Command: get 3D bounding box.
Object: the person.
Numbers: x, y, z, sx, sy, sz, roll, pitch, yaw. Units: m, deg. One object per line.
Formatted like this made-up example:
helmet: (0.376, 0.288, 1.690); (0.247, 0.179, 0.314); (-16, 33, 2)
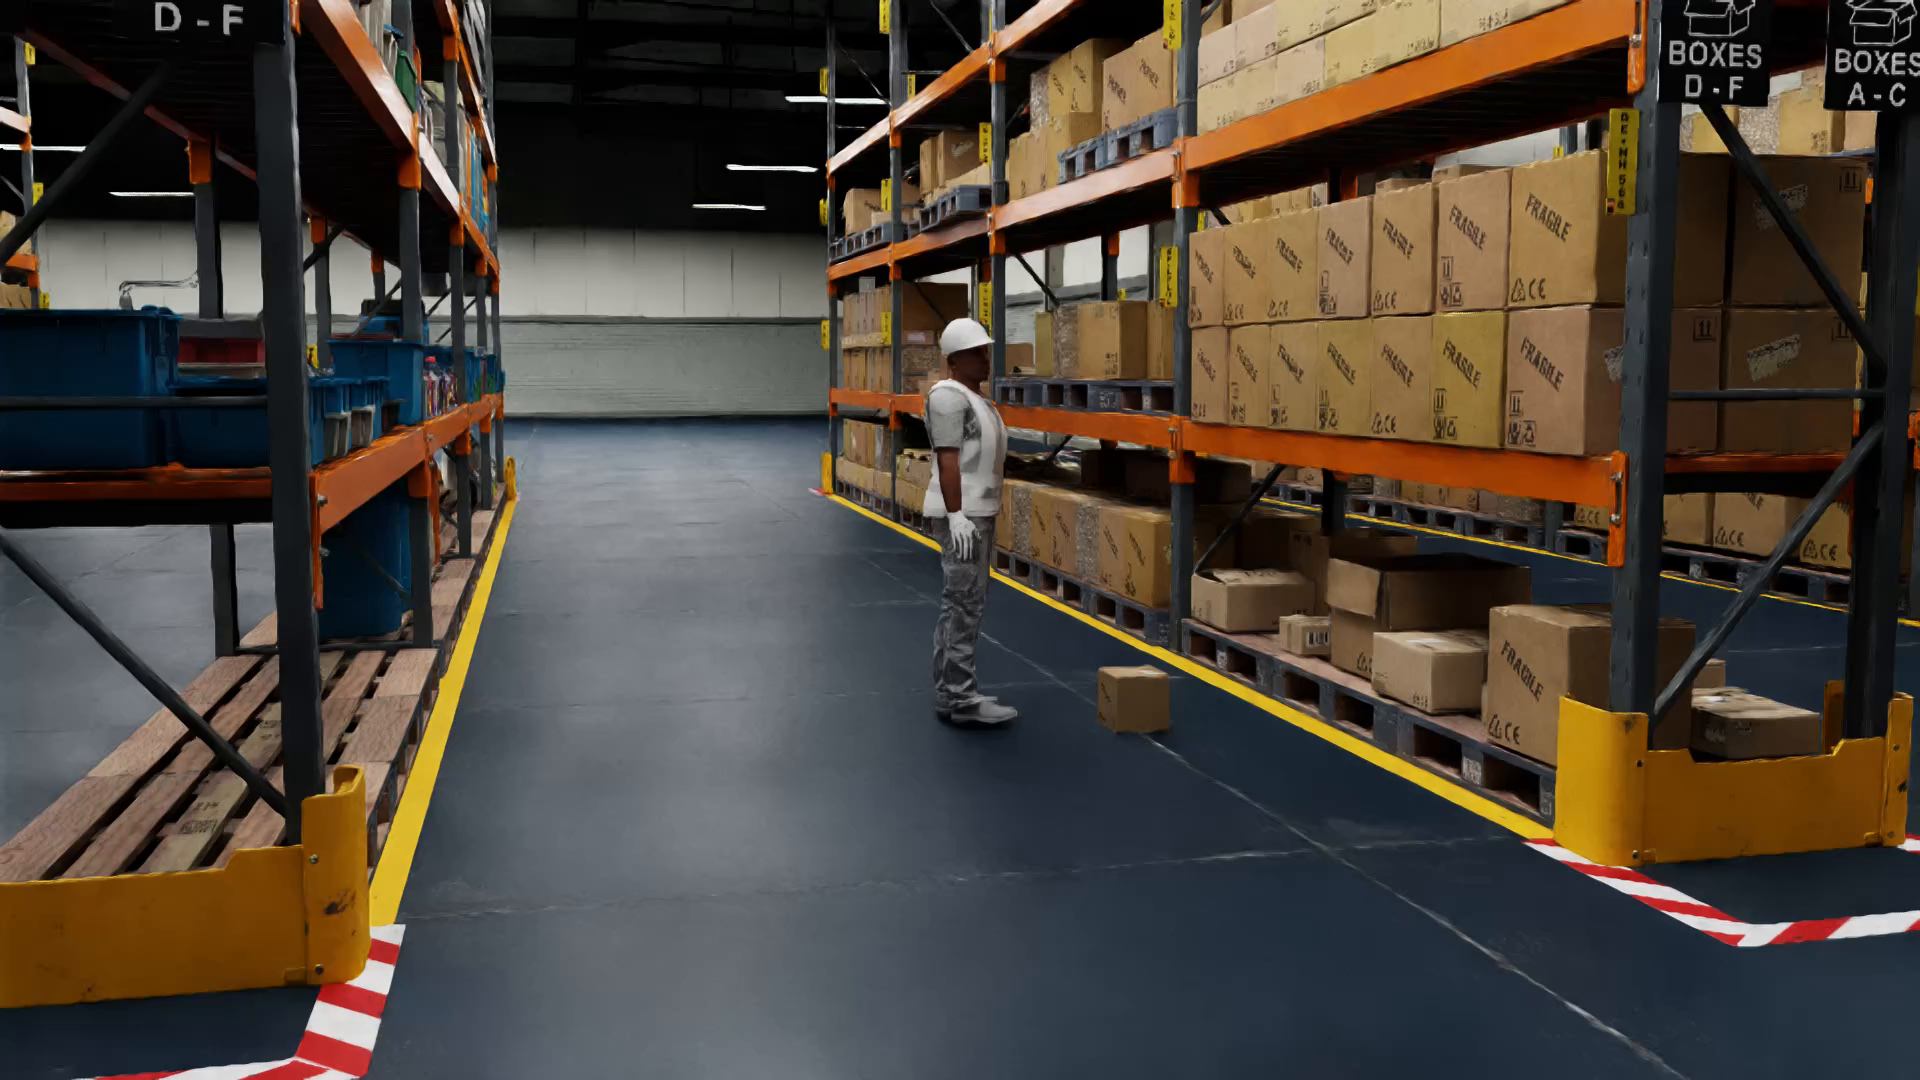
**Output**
person: (0.065, -0.093, 7.428); (0.436, 1.787, 0.651); (1, 6, 10)
